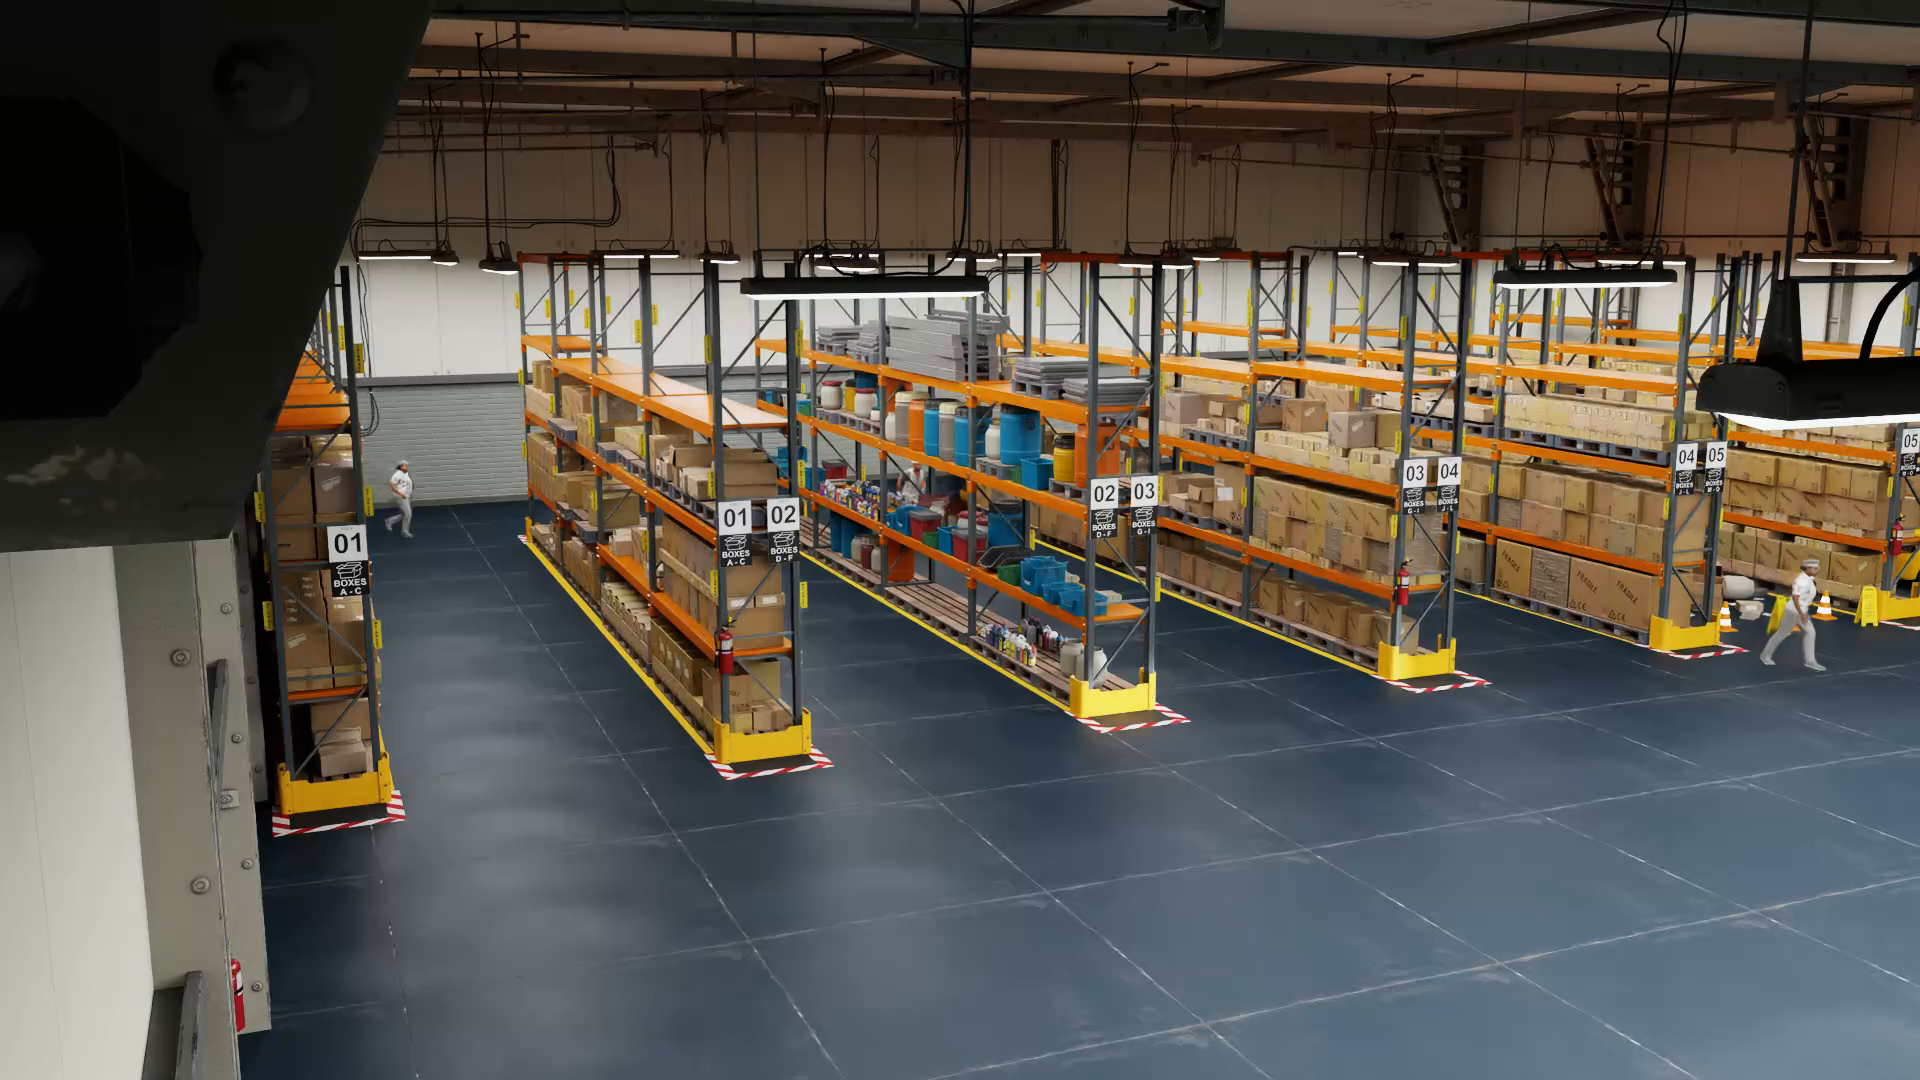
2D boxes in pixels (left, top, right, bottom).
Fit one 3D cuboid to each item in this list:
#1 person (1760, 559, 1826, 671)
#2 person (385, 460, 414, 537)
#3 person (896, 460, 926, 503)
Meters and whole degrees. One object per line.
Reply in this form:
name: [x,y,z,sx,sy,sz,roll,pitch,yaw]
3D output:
person: [12.323,1.070,24.467,0.878,1.632,0.576,8,13,38]
person: [-11.983,-0.901,35.577,0.672,1.606,0.672,1,10,4]
person: [-1.034,-0.932,35.397,0.658,1.713,0.713,-9,13,-39]
